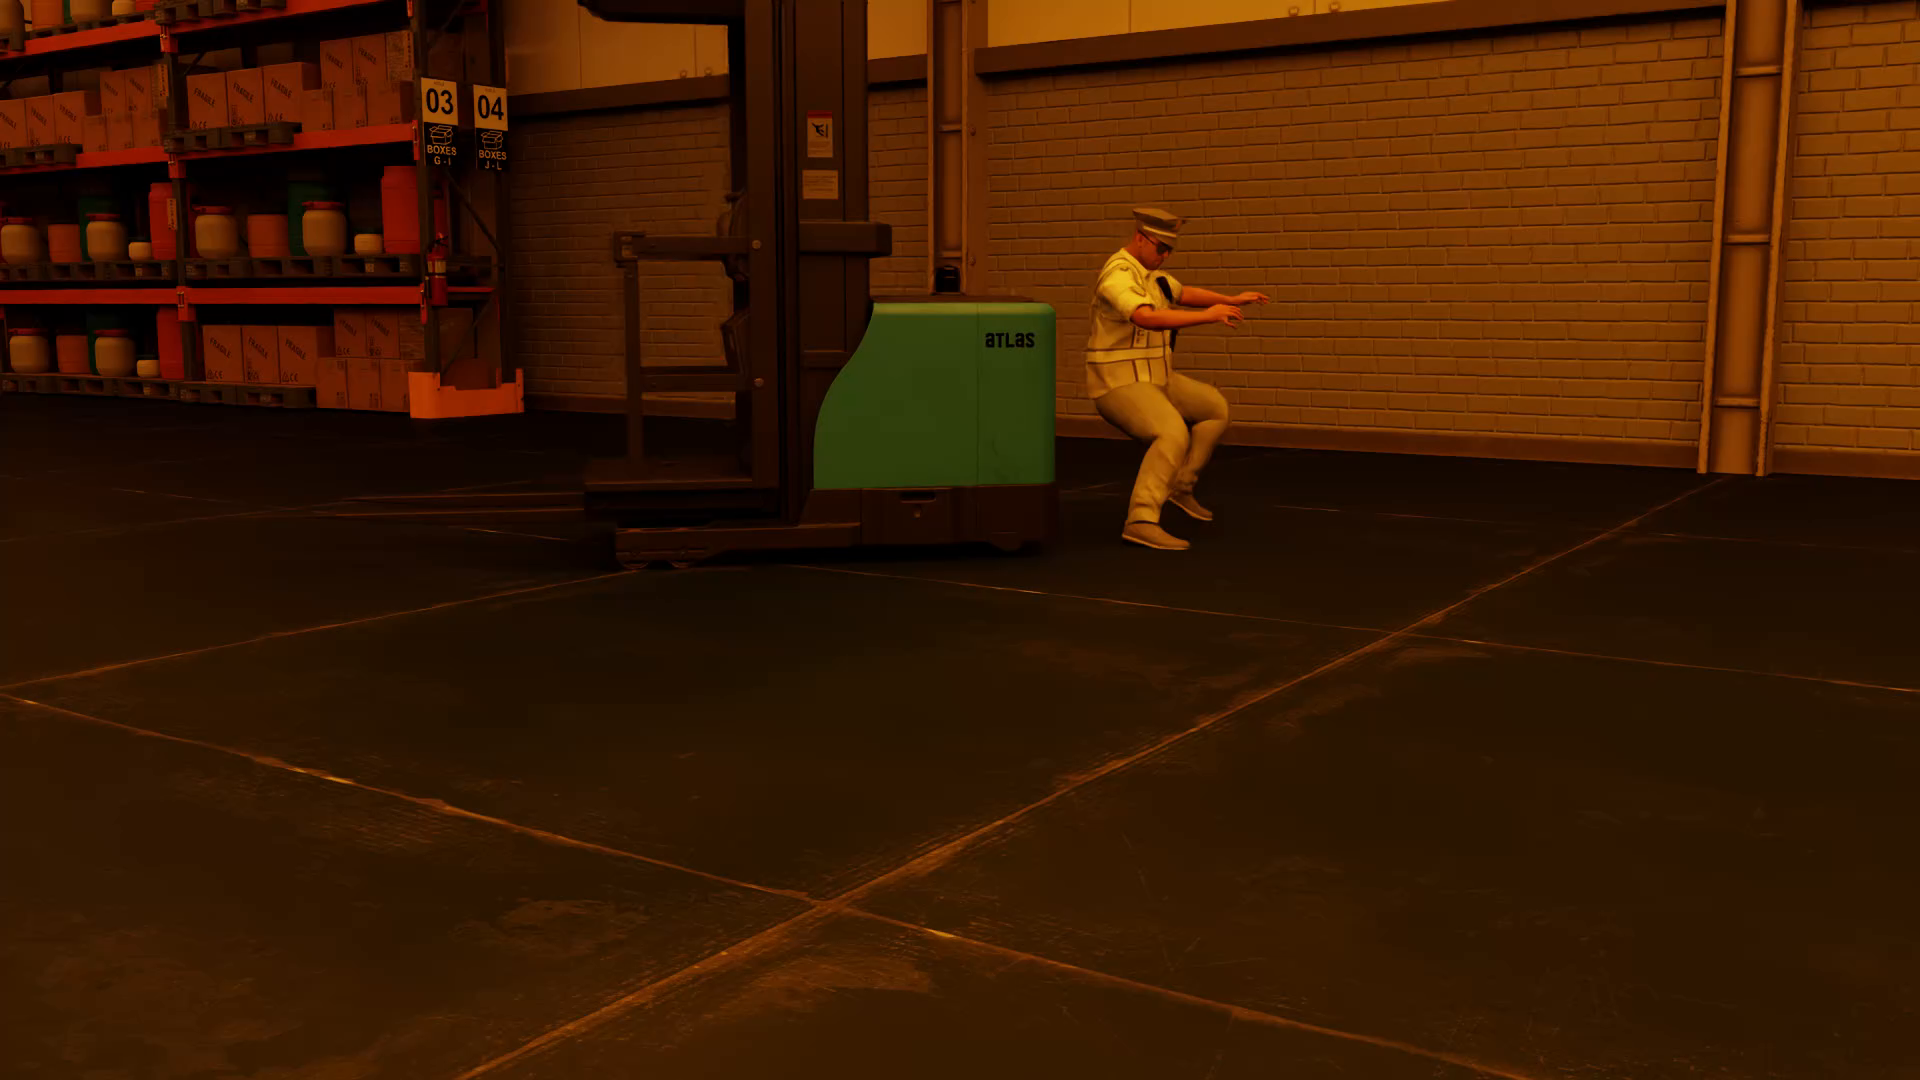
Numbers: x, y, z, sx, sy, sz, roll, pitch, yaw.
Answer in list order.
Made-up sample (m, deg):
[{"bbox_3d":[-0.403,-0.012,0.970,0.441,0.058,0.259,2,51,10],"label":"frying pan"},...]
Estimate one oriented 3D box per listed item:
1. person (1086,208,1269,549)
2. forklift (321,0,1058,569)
[{"bbox_3d":[0.970,-0.771,7.751,0.769,1.526,1.009,4,9,27],"label":"person"},{"bbox_3d":[-1.148,-1.412,7.123,3.031,2.935,1.130,-2,8,-11],"label":"forklift"}]
